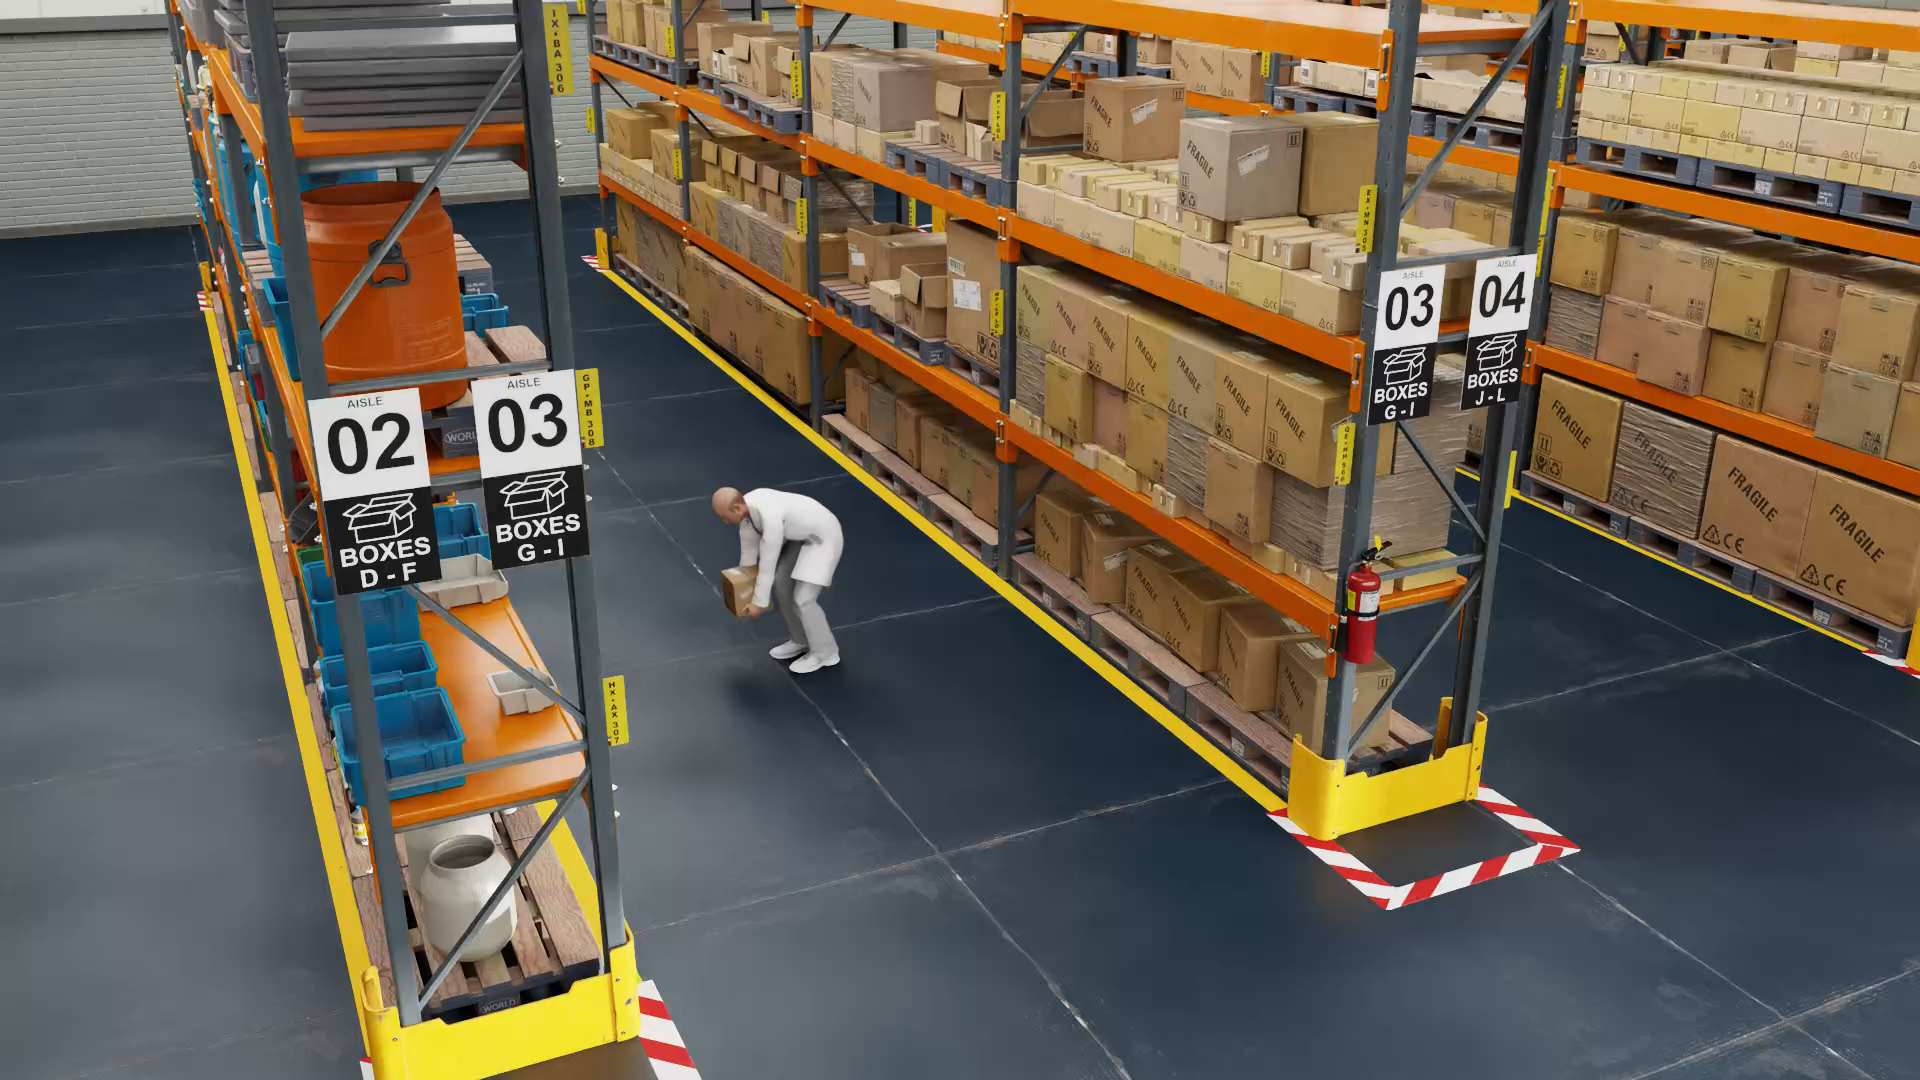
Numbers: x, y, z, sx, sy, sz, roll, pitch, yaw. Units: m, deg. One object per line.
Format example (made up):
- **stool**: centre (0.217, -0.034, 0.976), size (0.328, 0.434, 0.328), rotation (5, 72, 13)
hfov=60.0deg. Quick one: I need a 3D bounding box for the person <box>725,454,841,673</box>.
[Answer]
- **person**: centre (-1.166, 0.122, 11.053), size (0.765, 1.560, 0.548), rotation (-11, 24, -25)
